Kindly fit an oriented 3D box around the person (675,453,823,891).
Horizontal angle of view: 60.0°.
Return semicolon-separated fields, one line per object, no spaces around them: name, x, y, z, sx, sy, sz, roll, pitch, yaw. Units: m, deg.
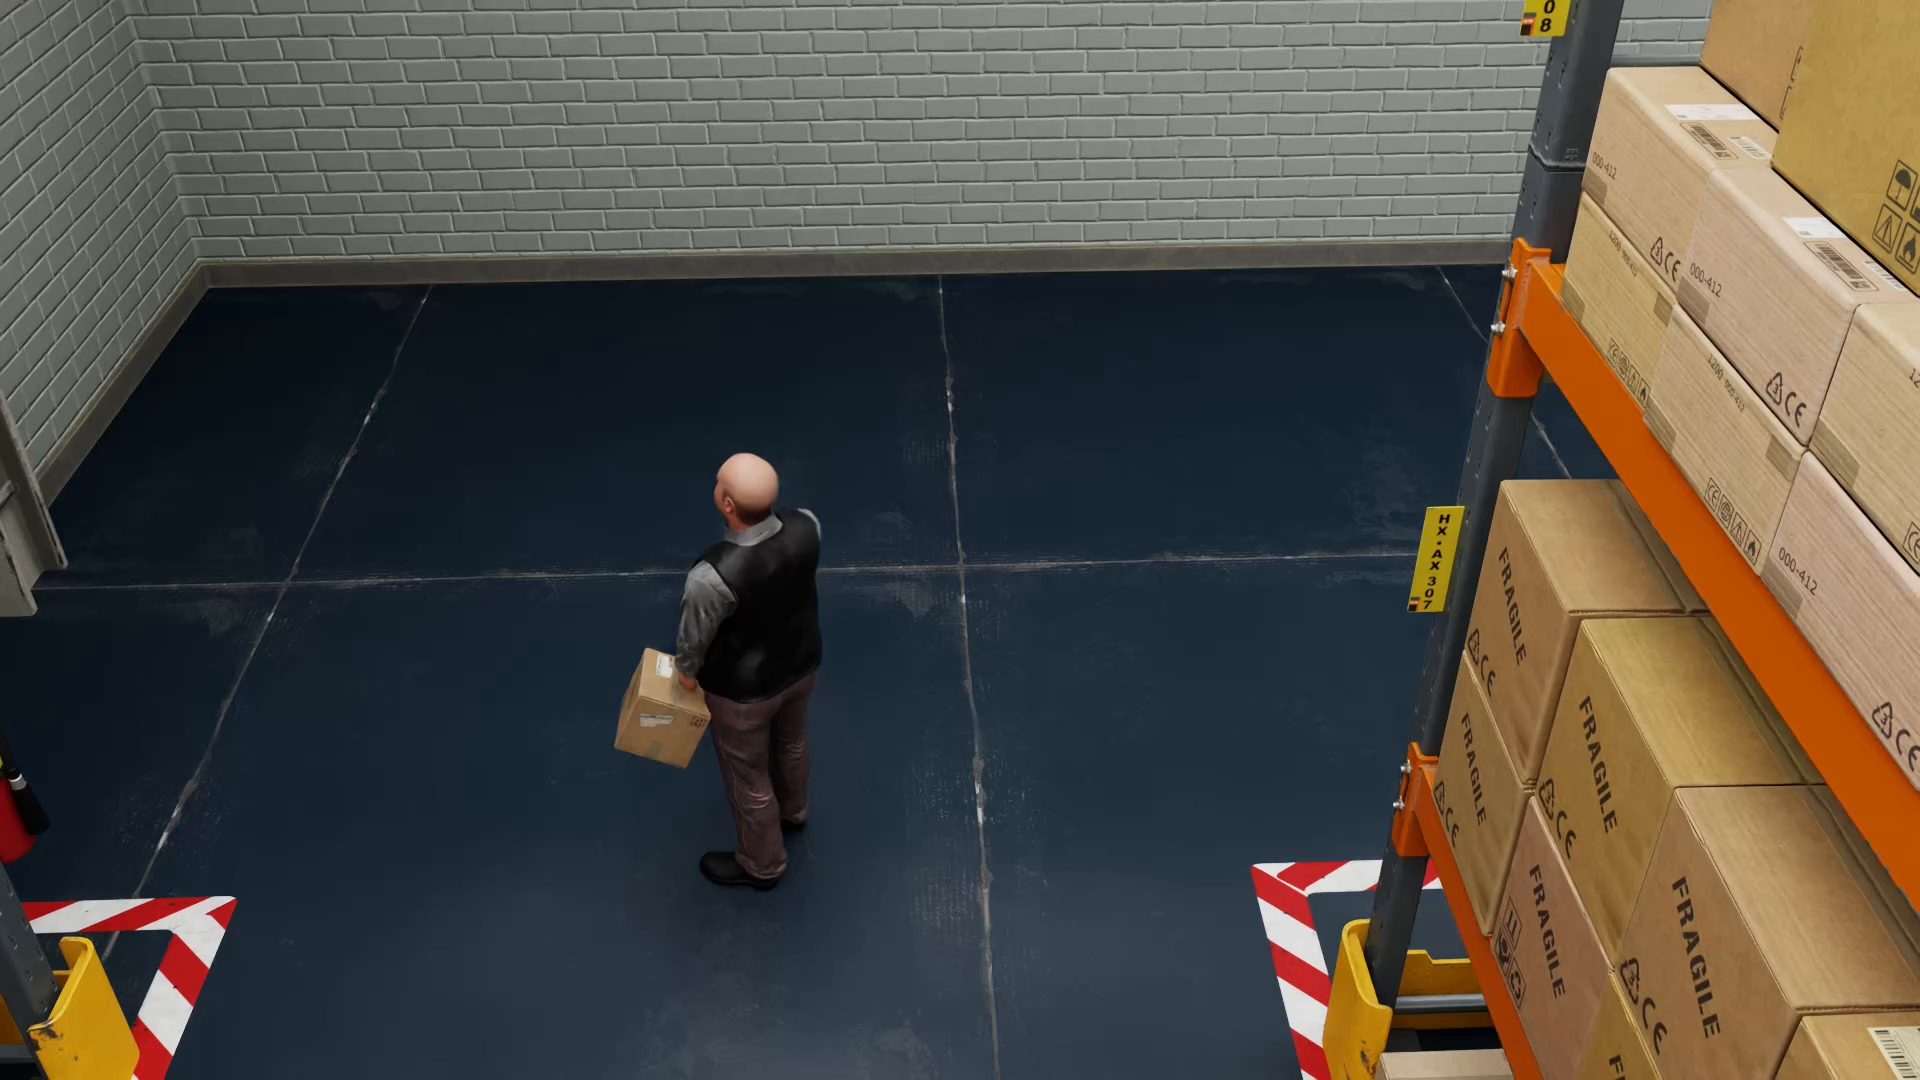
person;-0.726;0.416;5.547;0.516;1.728;0.534;28;44;34
